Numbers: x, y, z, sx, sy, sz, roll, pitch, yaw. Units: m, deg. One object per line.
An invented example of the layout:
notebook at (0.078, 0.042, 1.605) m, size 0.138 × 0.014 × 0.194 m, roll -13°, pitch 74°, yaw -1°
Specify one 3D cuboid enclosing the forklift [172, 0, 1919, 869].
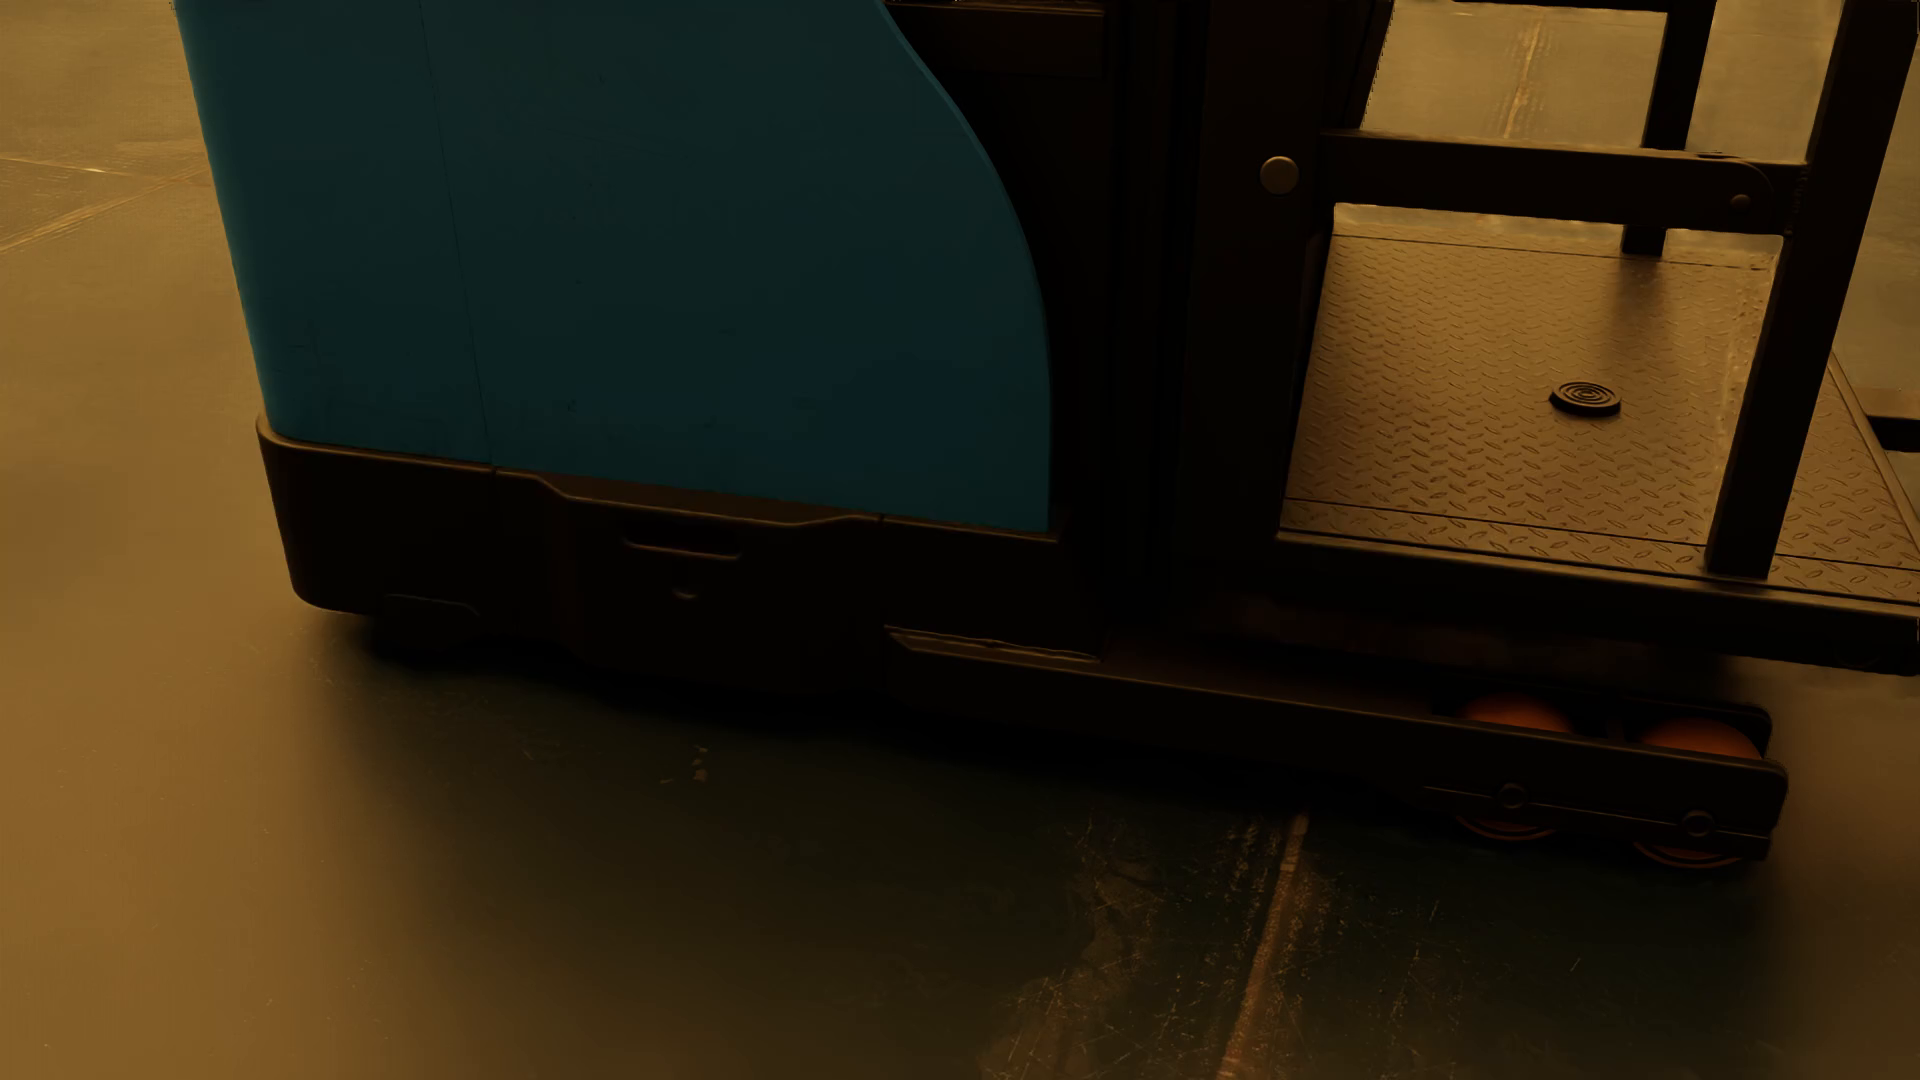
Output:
forklift at (0.664, -1.199, 1.644) m, size 3.031 × 2.935 × 1.130 m, roll 7°, pitch 30°, yaw 12°
